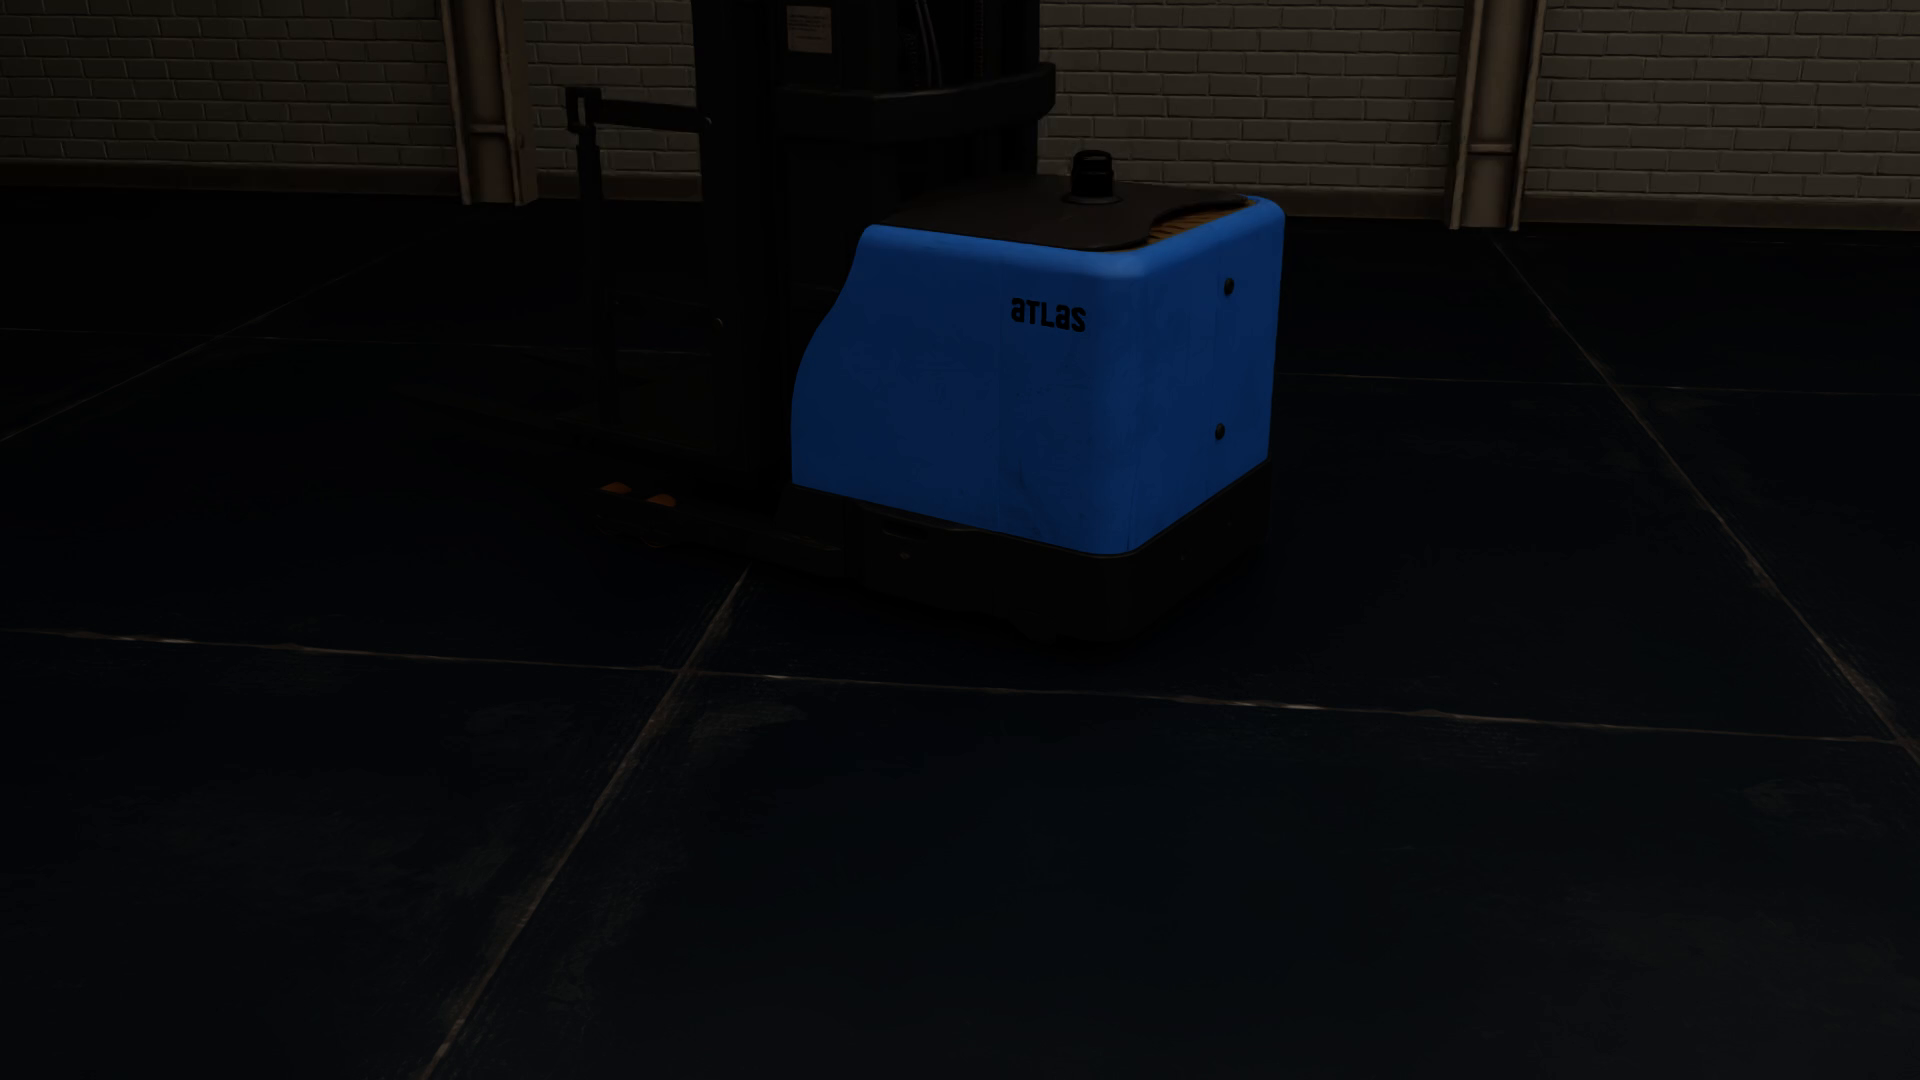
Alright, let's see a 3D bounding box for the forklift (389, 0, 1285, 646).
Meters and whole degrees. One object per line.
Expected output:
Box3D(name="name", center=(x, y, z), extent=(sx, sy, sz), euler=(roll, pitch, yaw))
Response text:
Box3D(name="forklift", center=(-0.580, -1.483, 4.936), extent=(3.031, 2.935, 1.130), euler=(14, 26, 30))
